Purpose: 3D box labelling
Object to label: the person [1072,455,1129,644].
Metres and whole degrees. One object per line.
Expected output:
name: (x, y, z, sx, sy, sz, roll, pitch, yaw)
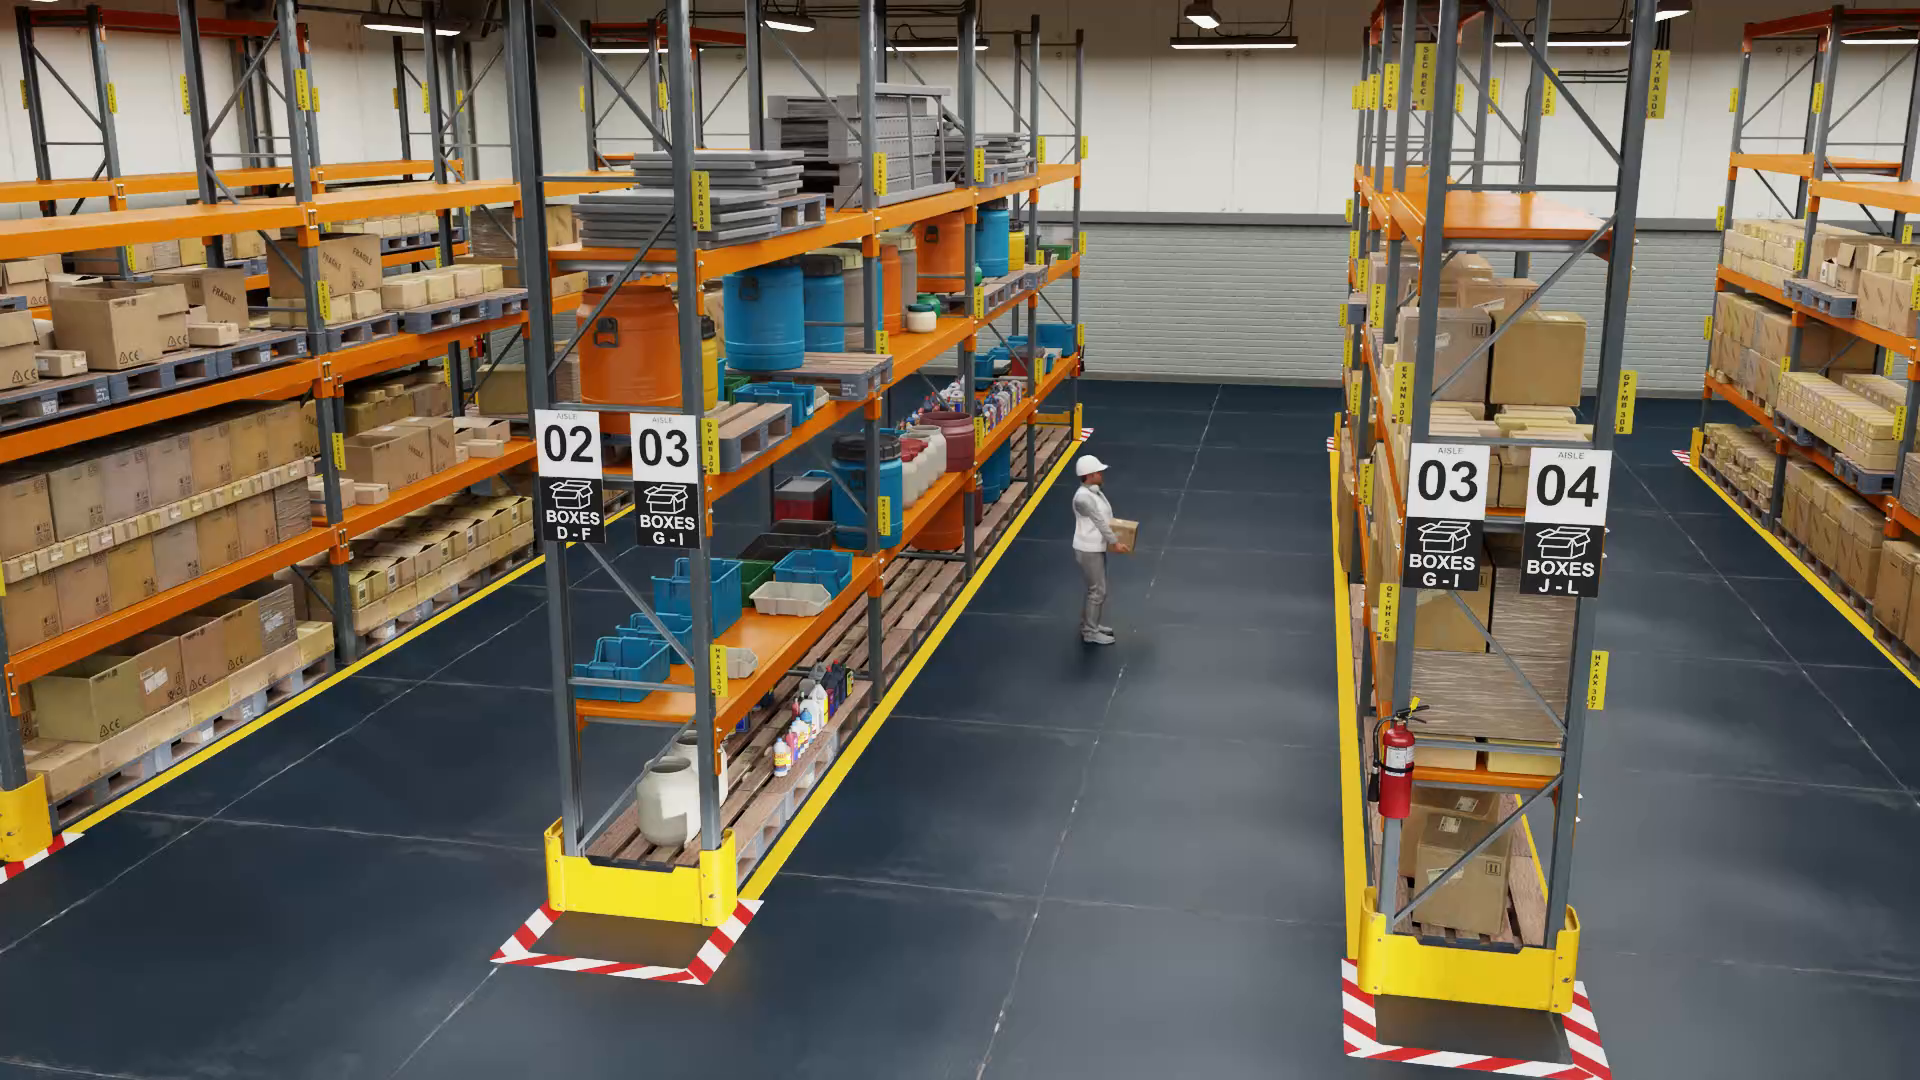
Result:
person: (1.343, 0.079, 15.668, 0.546, 1.765, 0.494, 3, 15, 12)
